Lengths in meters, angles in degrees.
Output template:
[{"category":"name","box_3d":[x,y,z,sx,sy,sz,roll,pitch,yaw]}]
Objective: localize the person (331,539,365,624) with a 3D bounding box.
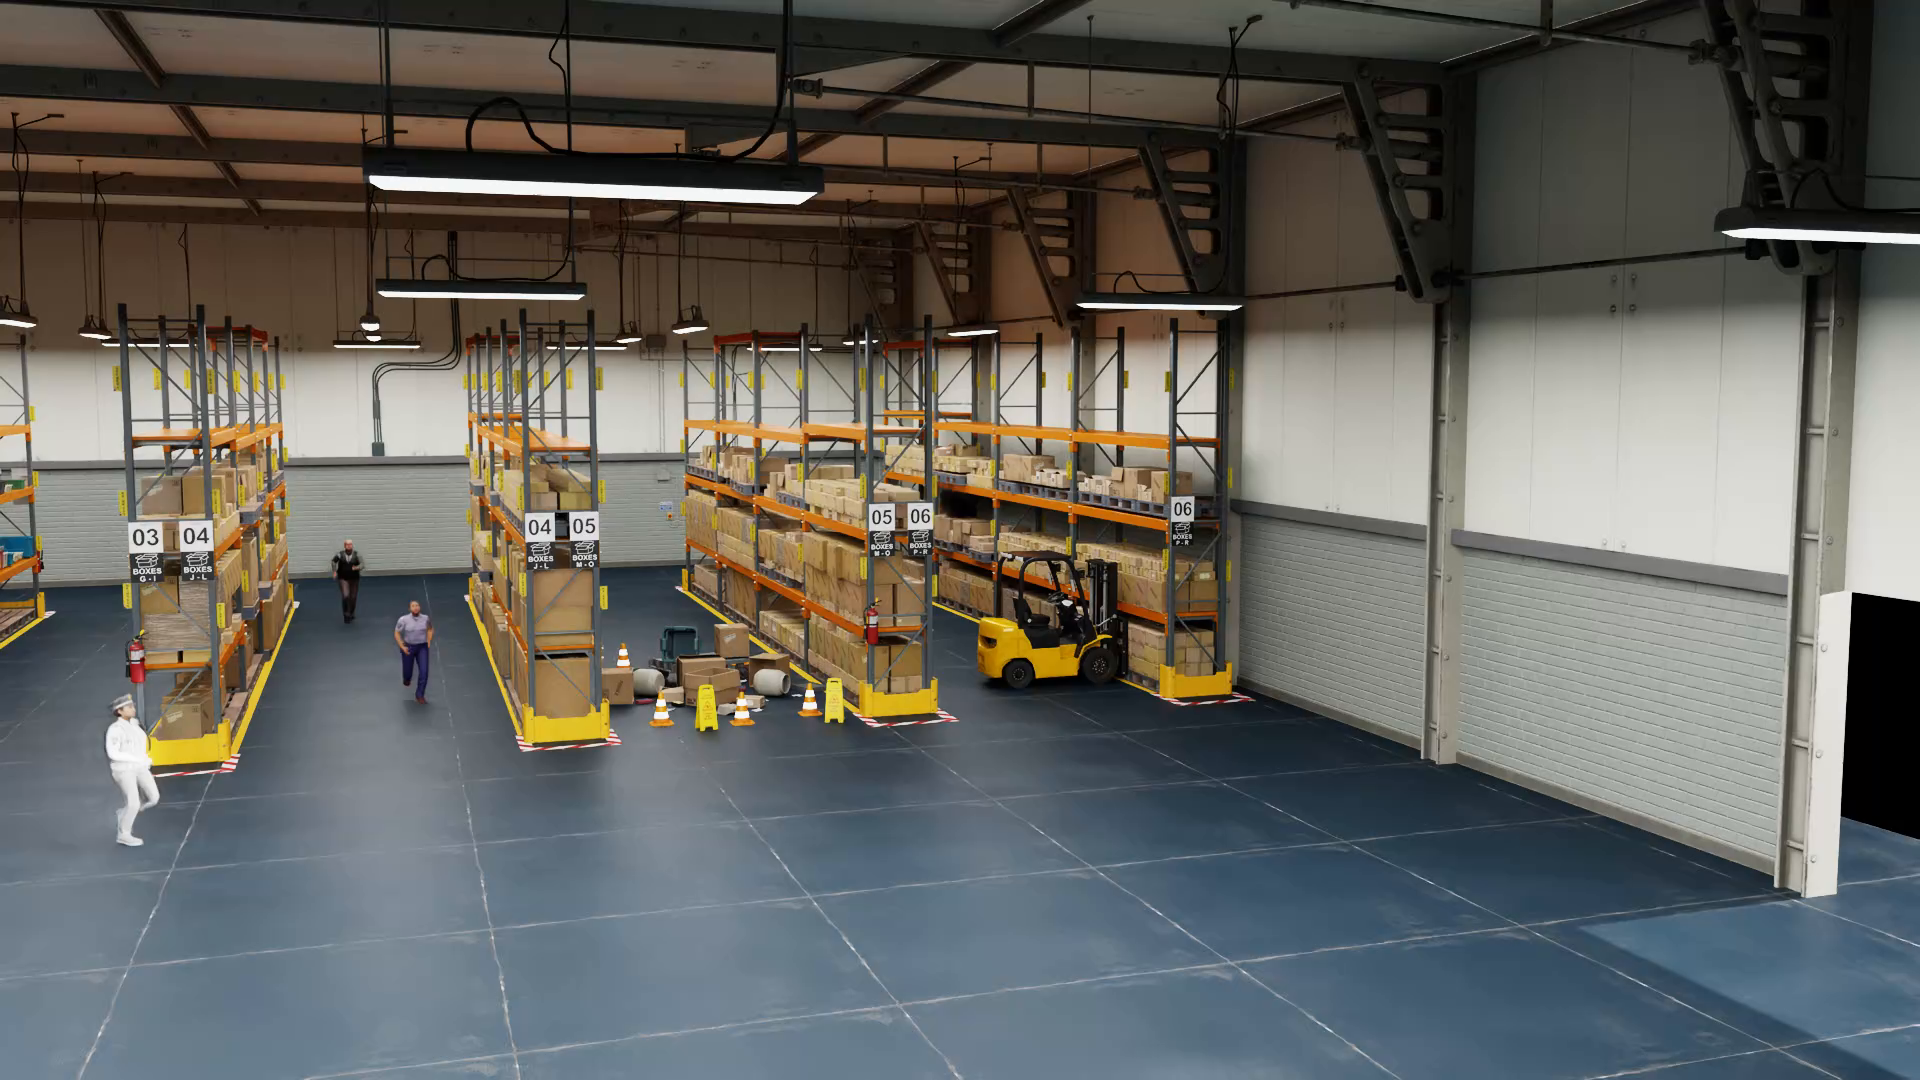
[{"category":"person","box_3d":[-12.716,0.870,34.617,0.619,1.773,0.832,-3,6,-28]}]

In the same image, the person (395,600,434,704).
[{"category":"person","box_3d":[-8.574,1.753,26.181,0.605,1.611,0.811,-3,6,-25]}]

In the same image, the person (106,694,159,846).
[{"category":"person","box_3d":[-8.944,2.479,17.991,0.541,1.659,0.607,1,5,9]}]
